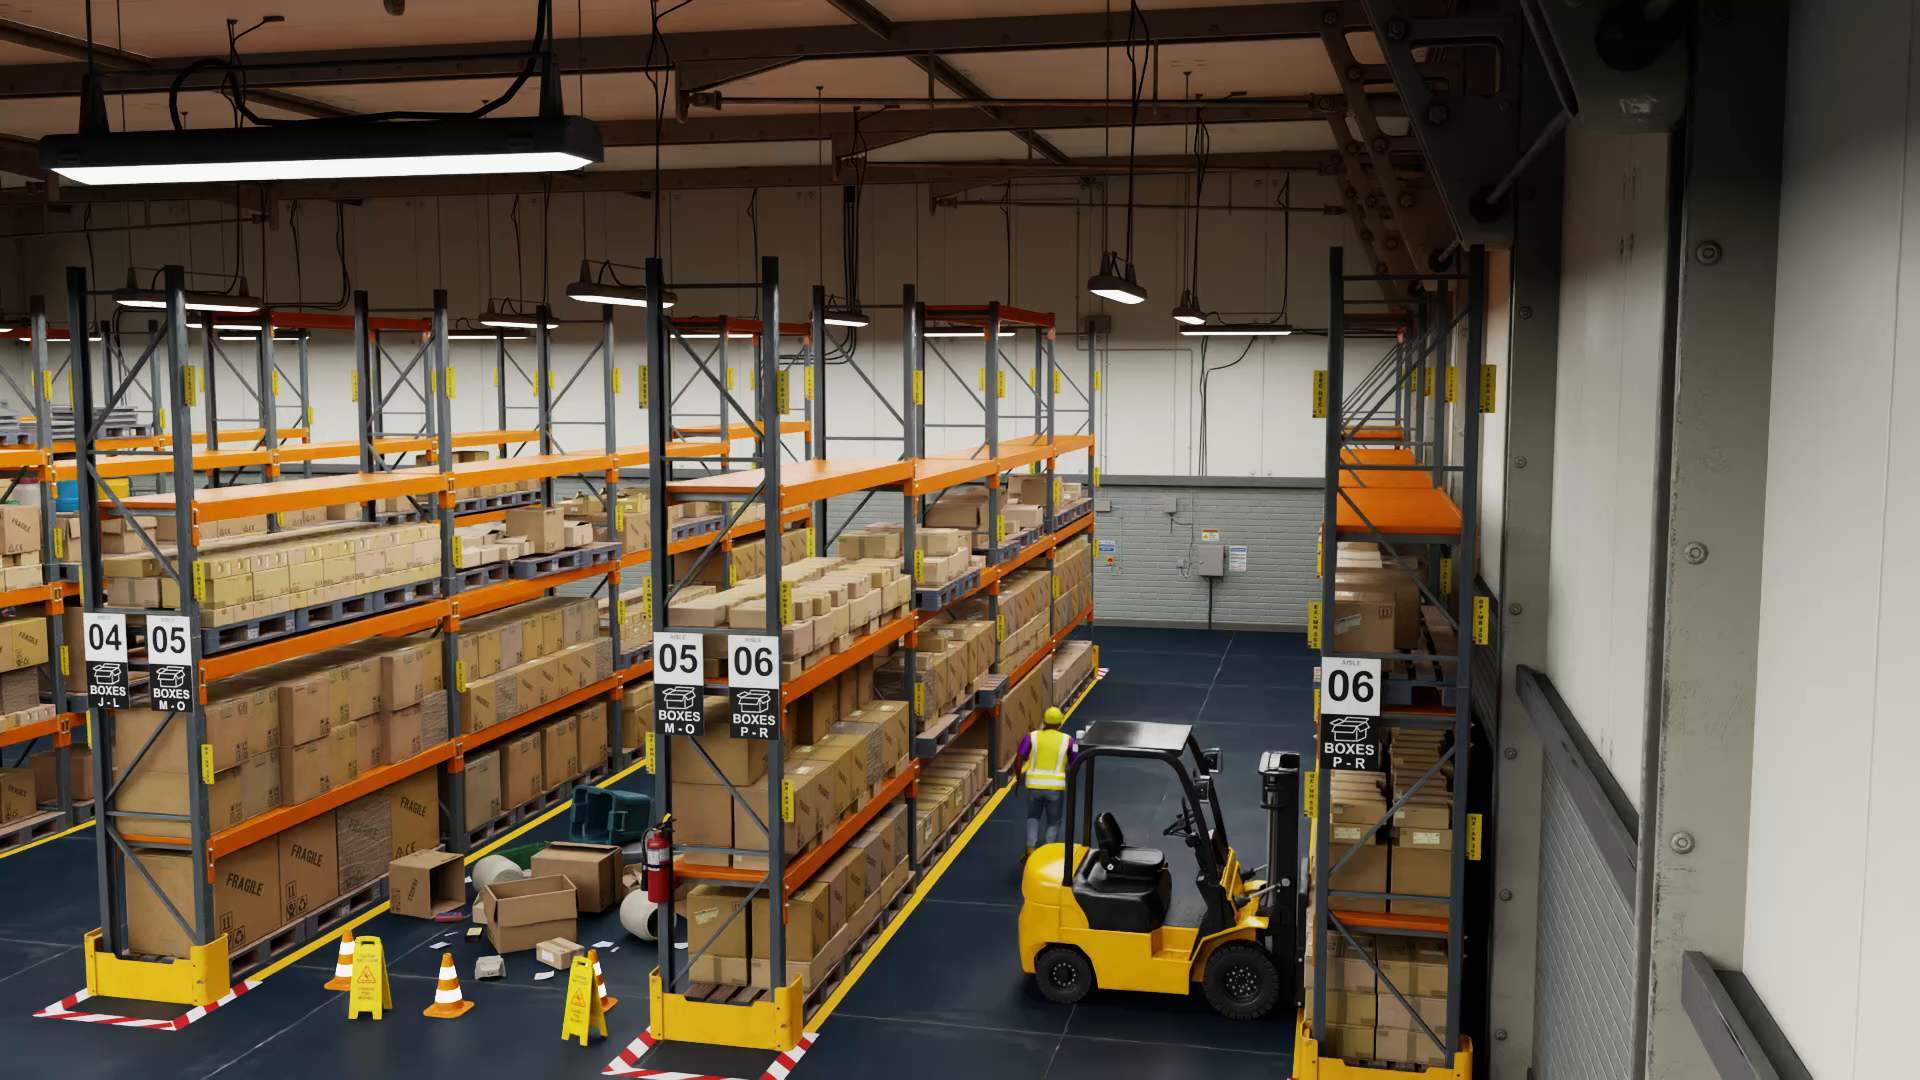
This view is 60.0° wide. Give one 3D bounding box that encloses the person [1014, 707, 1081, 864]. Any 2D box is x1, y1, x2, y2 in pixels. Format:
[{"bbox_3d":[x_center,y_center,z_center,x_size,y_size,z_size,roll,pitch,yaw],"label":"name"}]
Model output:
[{"bbox_3d":[0.909,2.588,17.410,0.692,1.662,0.771,2,6,15],"label":"person"}]
